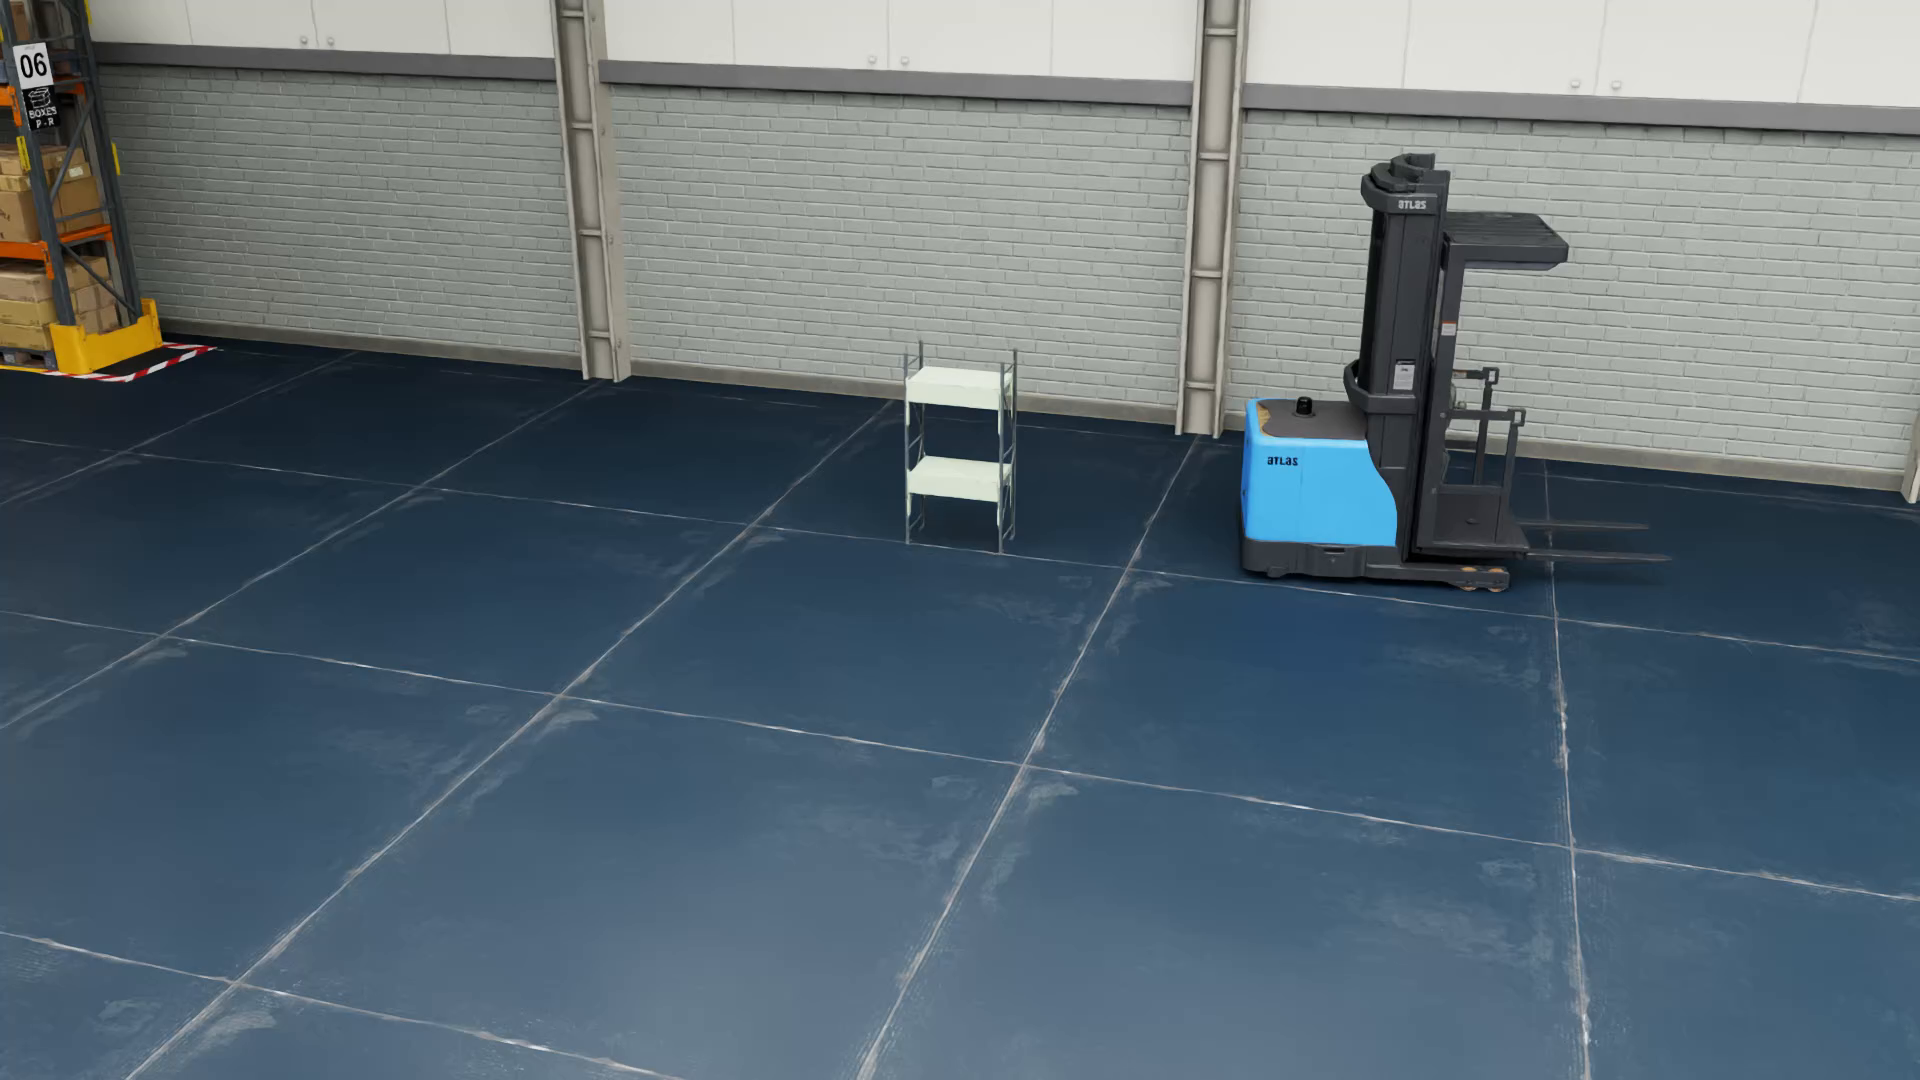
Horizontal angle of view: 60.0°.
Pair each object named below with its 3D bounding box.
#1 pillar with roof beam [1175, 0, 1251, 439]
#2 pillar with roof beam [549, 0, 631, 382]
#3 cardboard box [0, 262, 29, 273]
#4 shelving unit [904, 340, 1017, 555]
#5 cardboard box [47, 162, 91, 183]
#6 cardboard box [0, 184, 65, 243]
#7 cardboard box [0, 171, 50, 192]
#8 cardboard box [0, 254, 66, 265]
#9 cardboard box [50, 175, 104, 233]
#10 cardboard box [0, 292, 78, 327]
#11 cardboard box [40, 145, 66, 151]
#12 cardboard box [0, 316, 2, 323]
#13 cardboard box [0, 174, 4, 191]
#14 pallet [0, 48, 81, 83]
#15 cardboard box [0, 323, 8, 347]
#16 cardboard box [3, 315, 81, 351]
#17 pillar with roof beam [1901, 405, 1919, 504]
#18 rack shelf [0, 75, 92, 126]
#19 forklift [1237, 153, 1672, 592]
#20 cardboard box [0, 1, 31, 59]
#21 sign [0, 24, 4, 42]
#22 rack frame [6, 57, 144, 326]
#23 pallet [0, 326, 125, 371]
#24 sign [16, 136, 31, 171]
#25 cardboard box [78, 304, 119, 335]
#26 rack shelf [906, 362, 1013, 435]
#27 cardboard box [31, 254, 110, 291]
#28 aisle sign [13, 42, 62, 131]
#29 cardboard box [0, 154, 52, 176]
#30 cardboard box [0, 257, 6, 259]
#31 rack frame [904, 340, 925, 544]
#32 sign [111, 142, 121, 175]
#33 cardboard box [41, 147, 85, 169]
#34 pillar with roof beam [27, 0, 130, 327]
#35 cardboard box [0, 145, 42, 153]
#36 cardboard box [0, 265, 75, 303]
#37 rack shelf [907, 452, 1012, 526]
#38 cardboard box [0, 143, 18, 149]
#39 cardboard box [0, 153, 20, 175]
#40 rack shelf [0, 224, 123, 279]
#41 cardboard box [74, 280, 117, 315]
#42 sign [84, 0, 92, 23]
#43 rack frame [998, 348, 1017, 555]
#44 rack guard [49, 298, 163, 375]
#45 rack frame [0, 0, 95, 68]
[{"bbox_3d":[0.944,-3.592,9.669,0.400,9.000,9.100,7,23,16],"label":"pillar with roof beam"},{"bbox_3d":[-4.800,-4.250,11.272,0.400,9.000,9.100,7,23,16],"label":"pillar with roof beam"},{"bbox_3d":[-9.916,-2.668,17.074,0.500,0.250,0.500,7,23,16],"label":"cardboard box"},{"bbox_3d":[0.006,-0.693,12.484,0.755,1.500,0.431,7,23,16],"label":"shelving unit"},{"bbox_3d":[-9.144,-3.770,17.022,0.250,0.149,0.380,6,23,14],"label":"cardboard box"},{"bbox_3d":[-9.441,-3.297,16.723,0.500,0.500,0.500,6,23,14],"label":"cardboard box"},{"bbox_3d":[-9.307,-3.575,16.546,0.250,0.149,0.380,7,23,16],"label":"cardboard box"},{"bbox_3d":[-9.779,-2.852,17.522,0.500,0.250,0.500,7,23,16],"label":"cardboard box"},{"bbox_3d":[-9.288,-3.494,17.203,0.500,0.500,0.500,7,23,17],"label":"cardboard box"},{"bbox_3d":[-9.451,-2.385,17.044,0.500,0.250,0.500,6,23,15],"label":"cardboard box"},{"bbox_3d":[-9.391,-3.942,17.050,0.250,0.149,0.380,7,23,17],"label":"cardboard box"},{"bbox_3d":[-9.928,-2.444,17.187,0.500,0.250,0.500,6,23,15],"label":"cardboard box"},{"bbox_3d":[-9.560,-3.592,16.588,0.250,0.149,0.380,7,23,16],"label":"cardboard box"},{"bbox_3d":[-9.564,-4.726,16.503,1.213,0.211,1.003,7,23,16],"label":"pallet"},{"bbox_3d":[-9.909,-2.209,17.272,0.500,0.250,0.500,7,23,15],"label":"cardboard box"},{"bbox_3d":[-9.435,-2.151,17.131,0.500,0.250,0.500,7,23,16],"label":"cardboard box"},{"bbox_3d":[6.689,-2.934,8.065,0.400,9.000,9.100,7,23,16],"label":"pillar with roof beam"},{"bbox_3d":[-10.809,-4.566,16.945,4.000,0.370,1.077,7,23,16],"label":"rack shelf"},{"bbox_3d":[3.607,-1.198,11.829,3.031,2.935,1.130,3,22,6],"label":"forklift"},{"bbox_3d":[-9.388,-4.927,16.059,0.500,0.500,0.500,7,23,17],"label":"cardboard box"},{"bbox_3d":[-9.064,-4.857,15.644,0.005,0.325,0.100,7,23,16],"label":"sign"},{"bbox_3d":[-8.894,-3.292,16.843,0.127,3.000,1.000,7,23,16],"label":"rack frame"},{"bbox_3d":[-9.638,-2.071,17.540,1.213,0.211,1.003,7,23,16],"label":"pallet"},{"bbox_3d":[-9.064,-3.742,16.102,0.005,0.325,0.100,7,23,16],"label":"sign"},{"bbox_3d":[-9.308,-2.339,17.590,0.500,0.250,0.500,7,23,16],"label":"cardboard box"},{"bbox_3d":[0.006,-1.054,12.336,0.720,0.370,0.431,7,23,16],"label":"rack shelf"},{"bbox_3d":[-9.300,-2.798,17.392,0.500,0.250,0.500,6,23,15],"label":"cardboard box"},{"bbox_3d":[-8.916,-4.381,16.072,0.004,0.787,0.394,7,23,16],"label":"aisle sign"},{"bbox_3d":[-9.298,-3.739,16.554,0.250,0.149,0.380,7,23,16],"label":"cardboard box"},{"bbox_3d":[-10.255,-2.910,17.665,0.500,0.250,0.500,6,23,15],"label":"cardboard box"},{"bbox_3d":[-0.344,-0.733,12.581,0.023,1.500,0.400,7,23,16],"label":"rack frame"},{"bbox_3d":[-8.728,-3.930,17.154,0.005,0.325,0.100,7,23,16],"label":"sign"},{"bbox_3d":[-9.154,-3.890,16.924,0.250,0.149,0.380,6,23,14],"label":"cardboard box"},{"bbox_3d":[-10.544,-4.907,12.876,0.400,9.000,9.100,7,23,16],"label":"pillar with roof beam"},{"bbox_3d":[-9.652,-3.955,17.081,0.250,0.149,0.380,7,23,17],"label":"cardboard box"},{"bbox_3d":[-9.425,-2.614,16.942,0.500,0.250,0.500,7,23,17],"label":"cardboard box"},{"bbox_3d":[0.006,-0.392,12.607,0.720,0.370,0.431,7,23,16],"label":"rack shelf"},{"bbox_3d":[-9.884,-3.988,17.161,0.250,0.149,0.380,7,23,16],"label":"cardboard box"},{"bbox_3d":[-9.543,-3.754,16.592,0.250,0.149,0.380,7,23,16],"label":"cardboard box"},{"bbox_3d":[-10.809,-3.178,17.514,4.000,0.370,1.077,7,23,16],"label":"rack shelf"},{"bbox_3d":[-9.284,-2.573,17.500,0.500,0.250,0.500,7,23,16],"label":"cardboard box"},{"bbox_3d":[-8.728,-5.322,16.583,0.005,0.325,0.100,7,23,16],"label":"sign"},{"bbox_3d":[0.357,-0.653,12.386,0.023,1.500,0.400,7,23,16],"label":"rack frame"},{"bbox_3d":[-8.871,-2.133,17.311,0.348,0.500,1.175,7,23,16],"label":"rack guard"},{"bbox_3d":[-8.894,-6.068,15.705,0.127,3.000,1.000,7,23,16],"label":"rack frame"}]
